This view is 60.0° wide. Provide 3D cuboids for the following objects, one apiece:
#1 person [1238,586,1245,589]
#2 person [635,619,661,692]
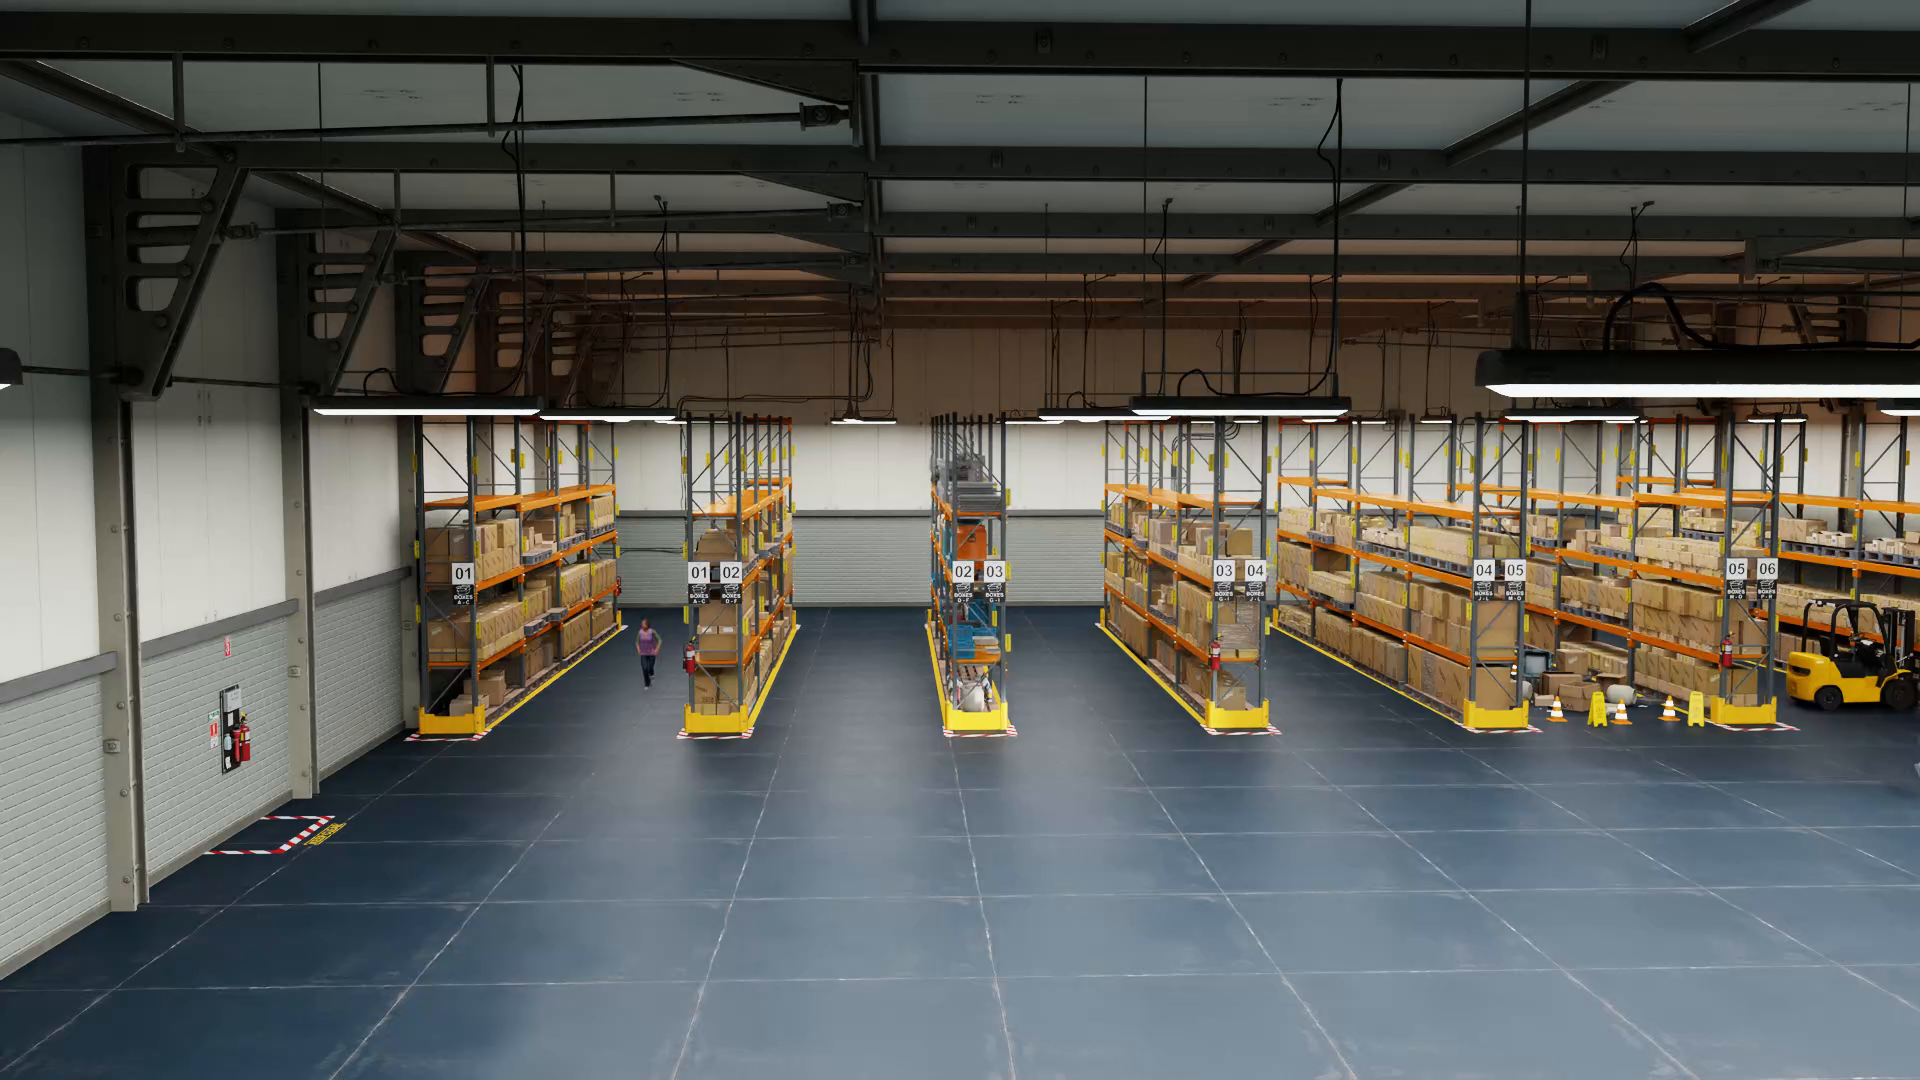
[{"bbox_3d":[7.948,1.645,47.103,0.744,1.751,0.871,1,4,16],"label":"person"},{"bbox_3d":[-6.767,2.498,36.134,0.562,1.578,0.596,0,4,5],"label":"person"}]
